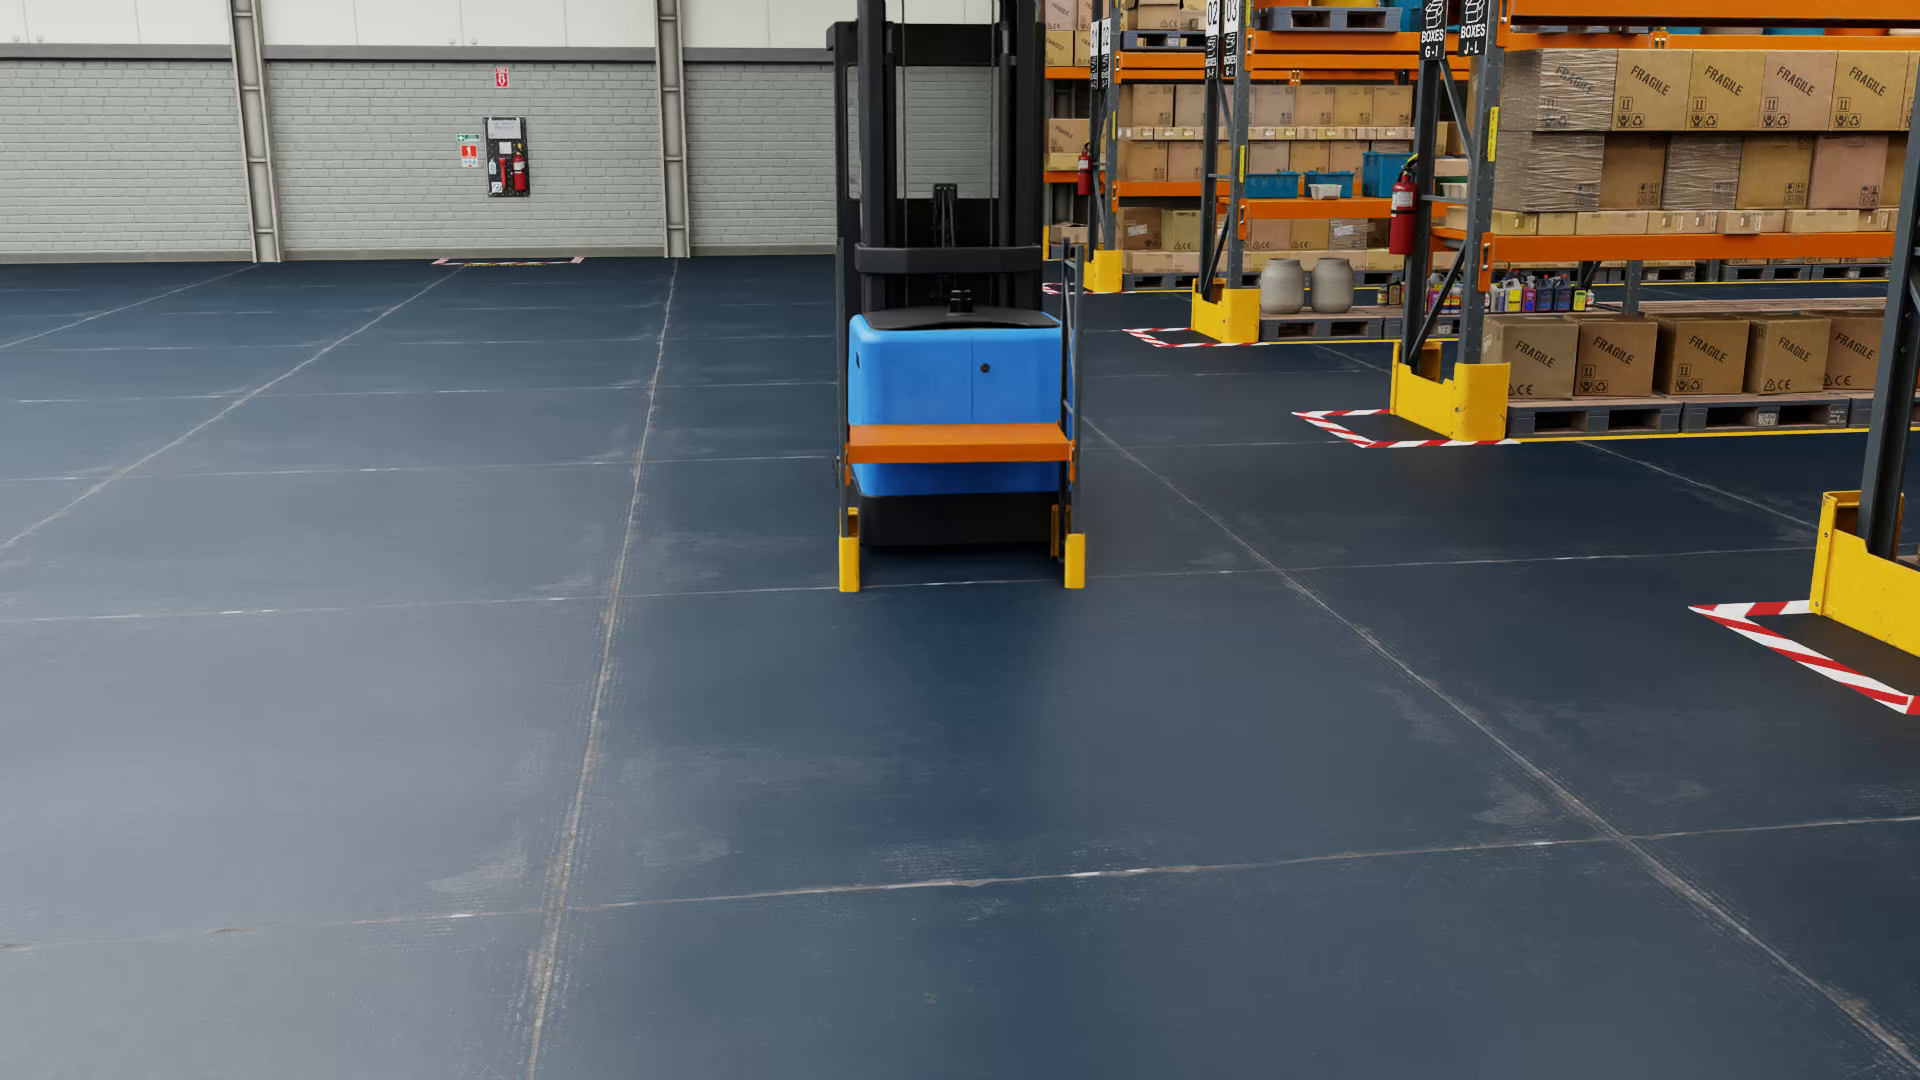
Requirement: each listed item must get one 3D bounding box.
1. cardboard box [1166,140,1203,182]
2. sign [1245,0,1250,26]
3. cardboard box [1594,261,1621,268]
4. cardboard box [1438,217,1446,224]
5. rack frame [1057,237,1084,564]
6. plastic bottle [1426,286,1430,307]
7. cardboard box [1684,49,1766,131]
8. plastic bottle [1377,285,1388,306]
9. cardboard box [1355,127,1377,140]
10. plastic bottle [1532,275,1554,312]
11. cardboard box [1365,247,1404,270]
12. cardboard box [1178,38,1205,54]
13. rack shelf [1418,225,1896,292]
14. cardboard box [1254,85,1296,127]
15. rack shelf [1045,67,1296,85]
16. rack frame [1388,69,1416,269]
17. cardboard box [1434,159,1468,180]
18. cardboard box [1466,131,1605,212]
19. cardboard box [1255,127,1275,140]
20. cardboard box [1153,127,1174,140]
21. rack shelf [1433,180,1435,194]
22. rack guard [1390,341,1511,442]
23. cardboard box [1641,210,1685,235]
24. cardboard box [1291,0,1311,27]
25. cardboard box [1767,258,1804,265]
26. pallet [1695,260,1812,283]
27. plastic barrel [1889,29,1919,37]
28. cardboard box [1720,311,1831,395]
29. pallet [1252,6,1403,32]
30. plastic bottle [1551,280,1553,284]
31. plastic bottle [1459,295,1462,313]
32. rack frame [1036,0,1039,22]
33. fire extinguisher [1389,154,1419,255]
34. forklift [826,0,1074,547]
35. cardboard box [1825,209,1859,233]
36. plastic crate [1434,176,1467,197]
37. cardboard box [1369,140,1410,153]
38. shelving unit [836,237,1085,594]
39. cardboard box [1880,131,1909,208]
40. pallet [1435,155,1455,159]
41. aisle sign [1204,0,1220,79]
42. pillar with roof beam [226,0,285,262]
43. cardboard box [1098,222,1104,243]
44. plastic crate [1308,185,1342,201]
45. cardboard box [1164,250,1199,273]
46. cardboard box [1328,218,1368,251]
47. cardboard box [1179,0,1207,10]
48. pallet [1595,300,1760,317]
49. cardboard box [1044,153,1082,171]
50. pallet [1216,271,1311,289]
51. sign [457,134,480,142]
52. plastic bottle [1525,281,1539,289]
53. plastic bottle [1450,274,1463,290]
[{"bbox_3d":[2.738,-4.699,20.585,0.500,0.500,0.700,-2,14,-7],"label":"cardboard box"},{"bbox_3d":[2.567,-4.751,14.816,0.005,0.325,0.100,-2,14,-8],"label":"sign"},{"bbox_3d":[8.175,-3.661,21.443,0.500,0.250,0.500,-2,14,-7],"label":"cardboard box"},{"bbox_3d":[7.694,-5.069,26.502,0.500,0.500,0.700,-2,14,-8],"label":"cardboard box"},{"bbox_3d":[0.494,-0.580,7.452,0.032,1.500,0.500,-1,14,-4],"label":"rack frame"},{"bbox_3d":[4.668,-2.431,16.596,0.097,0.201,0.097,0,14,0],"label":"plastic bottle"},{"bbox_3d":[4.802,-2.900,10.747,0.500,0.500,0.500,-2,14,-8],"label":"cardboard box"},{"bbox_3d":[4.241,-2.452,16.683,0.097,0.201,0.097,0,14,0],"label":"plastic bottle"},{"bbox_3d":[4.971,-5.044,20.629,0.250,0.149,0.380,-3,14,-10],"label":"cardboard box"},{"bbox_3d":[5.662,-2.398,16.159,0.185,0.351,0.144,-3,14,-11],"label":"plastic bottle"},{"bbox_3d":[5.285,-3.562,21.046,0.500,0.250,0.500,-2,14,-8],"label":"cardboard box"},{"bbox_3d":[3.462,-7.343,24.923,0.500,0.500,0.500,-3,14,-11],"label":"cardboard box"},{"bbox_3d":[5.205,-1.957,11.336,4.000,0.370,1.077,-2,14,-8],"label":"rack shelf"},{"bbox_3d":[3.784,-5.367,20.582,0.500,0.500,0.700,-2,14,-8],"label":"cardboard box"},{"bbox_3d":[2.992,-6.986,25.224,4.000,0.370,1.077,-2,14,-8],"label":"rack shelf"},{"bbox_3d":[5.711,-4.761,21.039,0.127,3.000,1.000,-2,14,-8],"label":"rack frame"},{"bbox_3d":[6.191,-4.717,21.171,0.500,0.250,0.500,-1,14,-5],"label":"cardboard box"},{"bbox_3d":[3.776,-2.439,10.964,0.500,0.500,0.875,-2,14,-8],"label":"cardboard box"},{"bbox_3d":[3.696,-4.997,20.442,0.250,0.149,0.380,-2,14,-8],"label":"cardboard box"},{"bbox_3d":[2.436,-4.952,20.261,0.250,0.149,0.380,-2,14,-10],"label":"cardboard box"},{"bbox_3d":[7.689,-4.484,21.416,4.000,0.370,1.077,-2,14,-8],"label":"rack shelf"},{"bbox_3d":[3.303,-1.023,11.274,0.348,0.500,1.175,-2,14,-8],"label":"rack guard"},{"bbox_3d":[4.537,-2.095,10.927,0.250,0.149,0.380,-2,14,-8],"label":"cardboard box"},{"bbox_3d":[4.064,-6.508,20.477,0.637,0.503,0.797,-1,14,-2],"label":"cardboard box"},{"bbox_3d":[10.676,-3.875,21.741,0.500,0.500,0.500,-3,14,-10],"label":"cardboard box"},{"bbox_3d":[10.410,-3.571,22.028,1.213,0.211,1.003,-2,14,-8],"label":"pallet"},{"bbox_3d":[9.178,-5.000,16.110,0.301,0.262,0.301,0,14,0],"label":"plastic barrel"},{"bbox_3d":[5.614,-1.300,11.516,0.500,0.500,0.500,-3,14,-13],"label":"cardboard box"},{"bbox_3d":[3.322,-4.794,15.394,1.213,0.211,1.003,-2,14,-8],"label":"pallet"},{"bbox_3d":[6.065,-2.553,16.941,0.097,0.271,0.097,0,14,0],"label":"plastic bottle"},{"bbox_3d":[4.865,-2.291,16.038,0.097,0.201,0.097,0,14,0],"label":"plastic bottle"},{"bbox_3d":[1.014,-8.717,24.482,0.127,3.000,1.000,-2,14,-8],"label":"rack frame"},{"bbox_3d":[3.046,-2.302,11.394,0.183,0.674,0.296,-2,14,-8],"label":"fire extinguisher"},{"bbox_3d":[-0.137,-1.699,8.970,1.130,2.935,3.031,-2,14,-7],"label":"forklift"},{"bbox_3d":[5.771,-2.144,11.122,0.250,0.149,0.380,-2,14,-8],"label":"cardboard box"},{"bbox_3d":[5.061,-3.485,16.388,0.662,0.188,0.450,-2,14,-8],"label":"plastic crate"},{"bbox_3d":[5.273,-4.792,20.957,0.500,0.500,0.700,-2,14,-10],"label":"cardboard box"},{"bbox_3d":[-0.004,-0.572,7.421,1.083,1.500,0.587,-1,14,-4],"label":"shelving unit"},{"bbox_3d":[6.229,-2.560,11.445,0.500,0.500,0.875,-2,14,-8],"label":"cardboard box"},{"bbox_3d":[6.973,-5.923,26.066,1.213,0.211,1.003,-2,14,-8],"label":"pallet"},{"bbox_3d":[2.374,-4.754,15.668,0.004,0.787,0.394,-2,14,-8],"label":"aisle sign"},{"bbox_3d":[-9.648,-7.480,19.550,0.400,9.000,9.100,-2,14,-8],"label":"pillar with roof beam"},{"bbox_3d":[2.275,-4.741,25.582,0.500,0.311,0.500,-1,14,-4],"label":"cardboard box"},{"bbox_3d":[3.423,-3.252,15.563,0.250,0.136,0.298,-2,14,-8],"label":"plastic crate"},{"bbox_3d":[2.813,-3.471,20.685,0.500,0.250,0.500,-2,14,-8],"label":"cardboard box"},{"bbox_3d":[4.789,-3.910,20.894,0.500,0.500,0.500,-2,14,-8],"label":"cardboard box"},{"bbox_3d":[3.459,-7.823,24.782,0.500,0.500,0.500,-3,14,-10],"label":"cardboard box"},{"bbox_3d":[7.216,-2.255,16.778,1.213,0.211,1.003,-2,14,-8],"label":"pallet"},{"bbox_3d":[1.544,-5.686,24.994,0.500,0.250,0.500,-3,14,-10],"label":"cardboard box"},{"bbox_3d":[3.709,-3.345,21.124,1.213,0.211,1.003,-2,14,-8],"label":"pallet"},{"bbox_3d":[-7.361,-6.020,24.898,0.331,0.109,0.001,-2,14,-8],"label":"sign"},{"bbox_3d":[5.615,-2.397,16.307,0.135,0.276,0.152,-2,14,-8],"label":"plastic bottle"},{"bbox_3d":[4.978,-2.546,16.749,0.185,0.351,0.144,-2,14,-9],"label":"plastic bottle"}]
